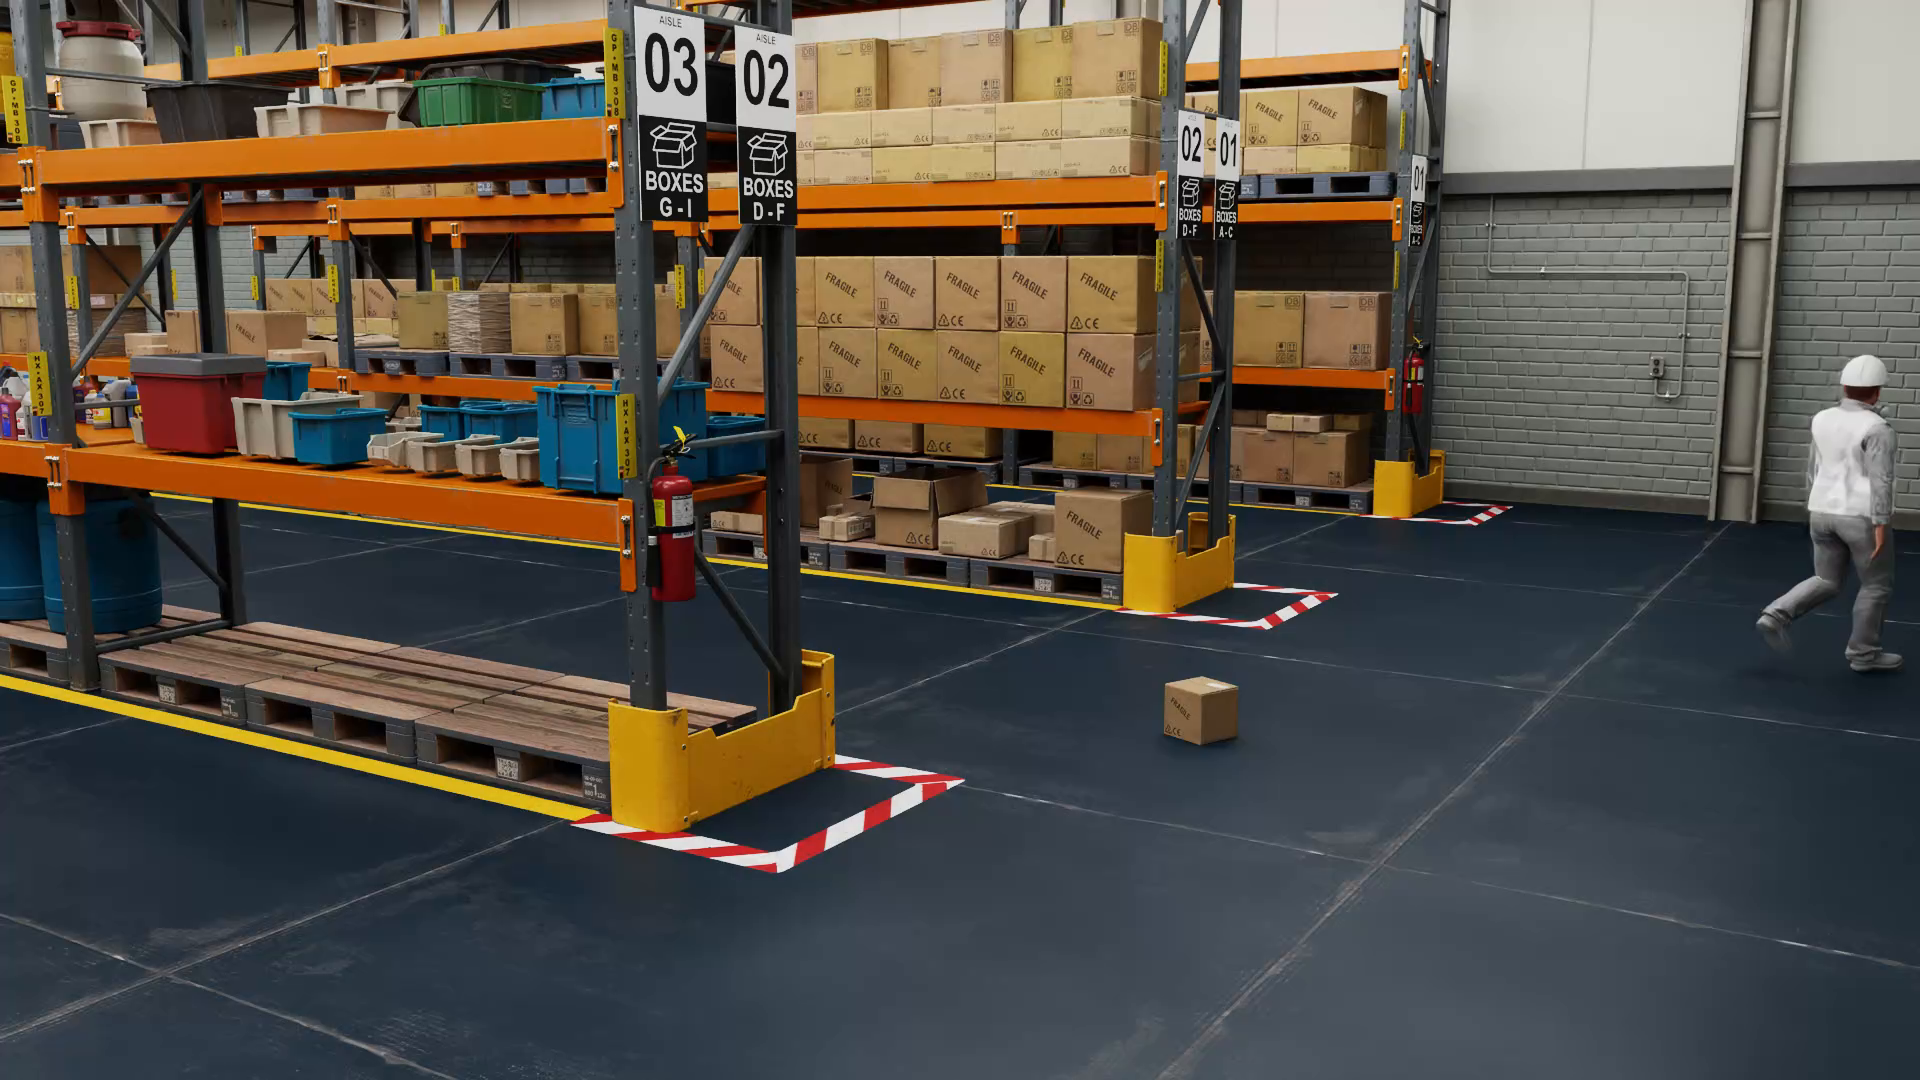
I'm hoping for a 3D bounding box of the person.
[{"bbox_3d":[4.862,-0.139,9.138,0.804,1.751,0.566,-3,10,-16],"label":"person"}]
